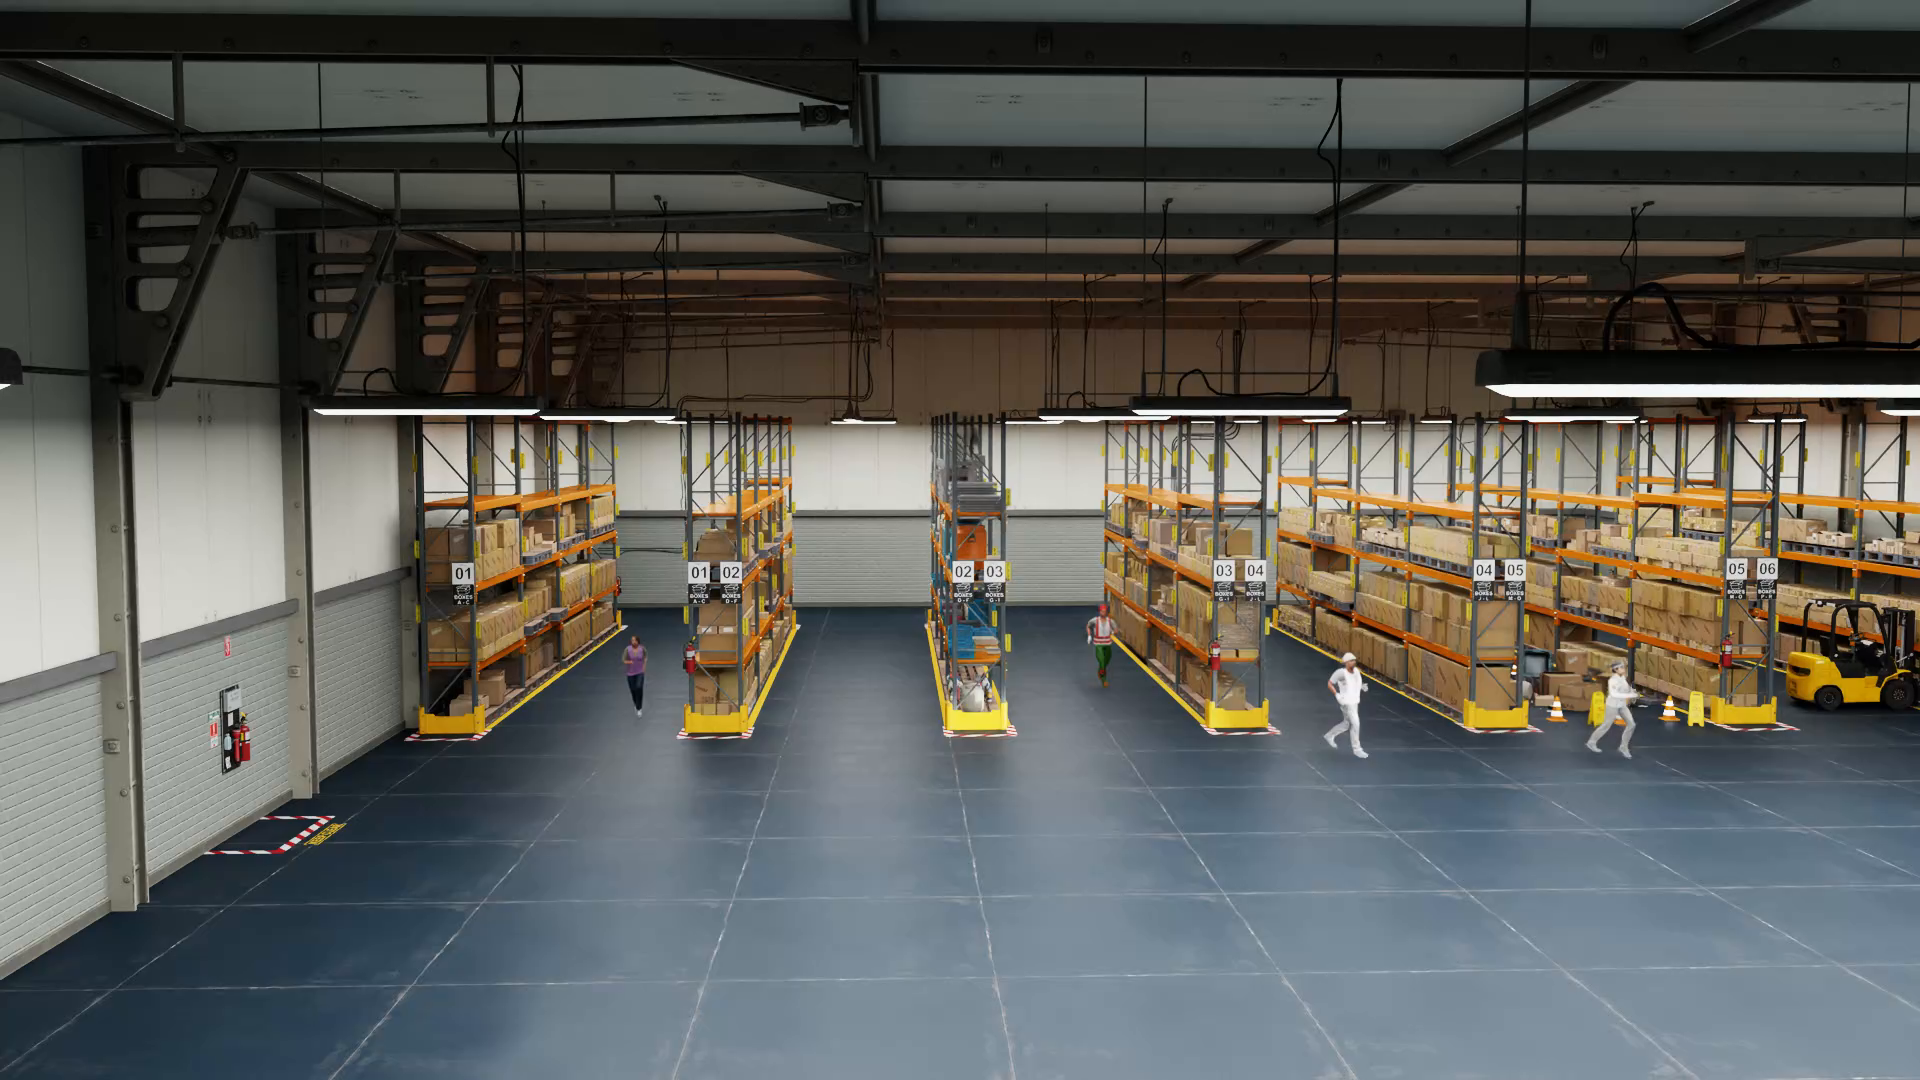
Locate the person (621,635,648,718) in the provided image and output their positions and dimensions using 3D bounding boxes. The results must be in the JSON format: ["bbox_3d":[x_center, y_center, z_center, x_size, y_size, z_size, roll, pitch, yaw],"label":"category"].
[{"bbox_3d":[-6.464,2.690,33.045,0.512,1.638,0.807,0,4,-5],"label":"person"}]

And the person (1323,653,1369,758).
[{"bbox_3d":[6.770,2.854,29.027,0.923,1.795,0.666,4,5,44],"label":"person"}]

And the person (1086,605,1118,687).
[{"bbox_3d":[3.147,2.303,36.667,0.661,1.769,0.993,-1,4,-10],"label":"person"}]

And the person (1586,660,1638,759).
[{"bbox_3d":[11.360,2.918,28.841,0.621,1.731,0.868,-3,5,-39],"label":"person"}]
